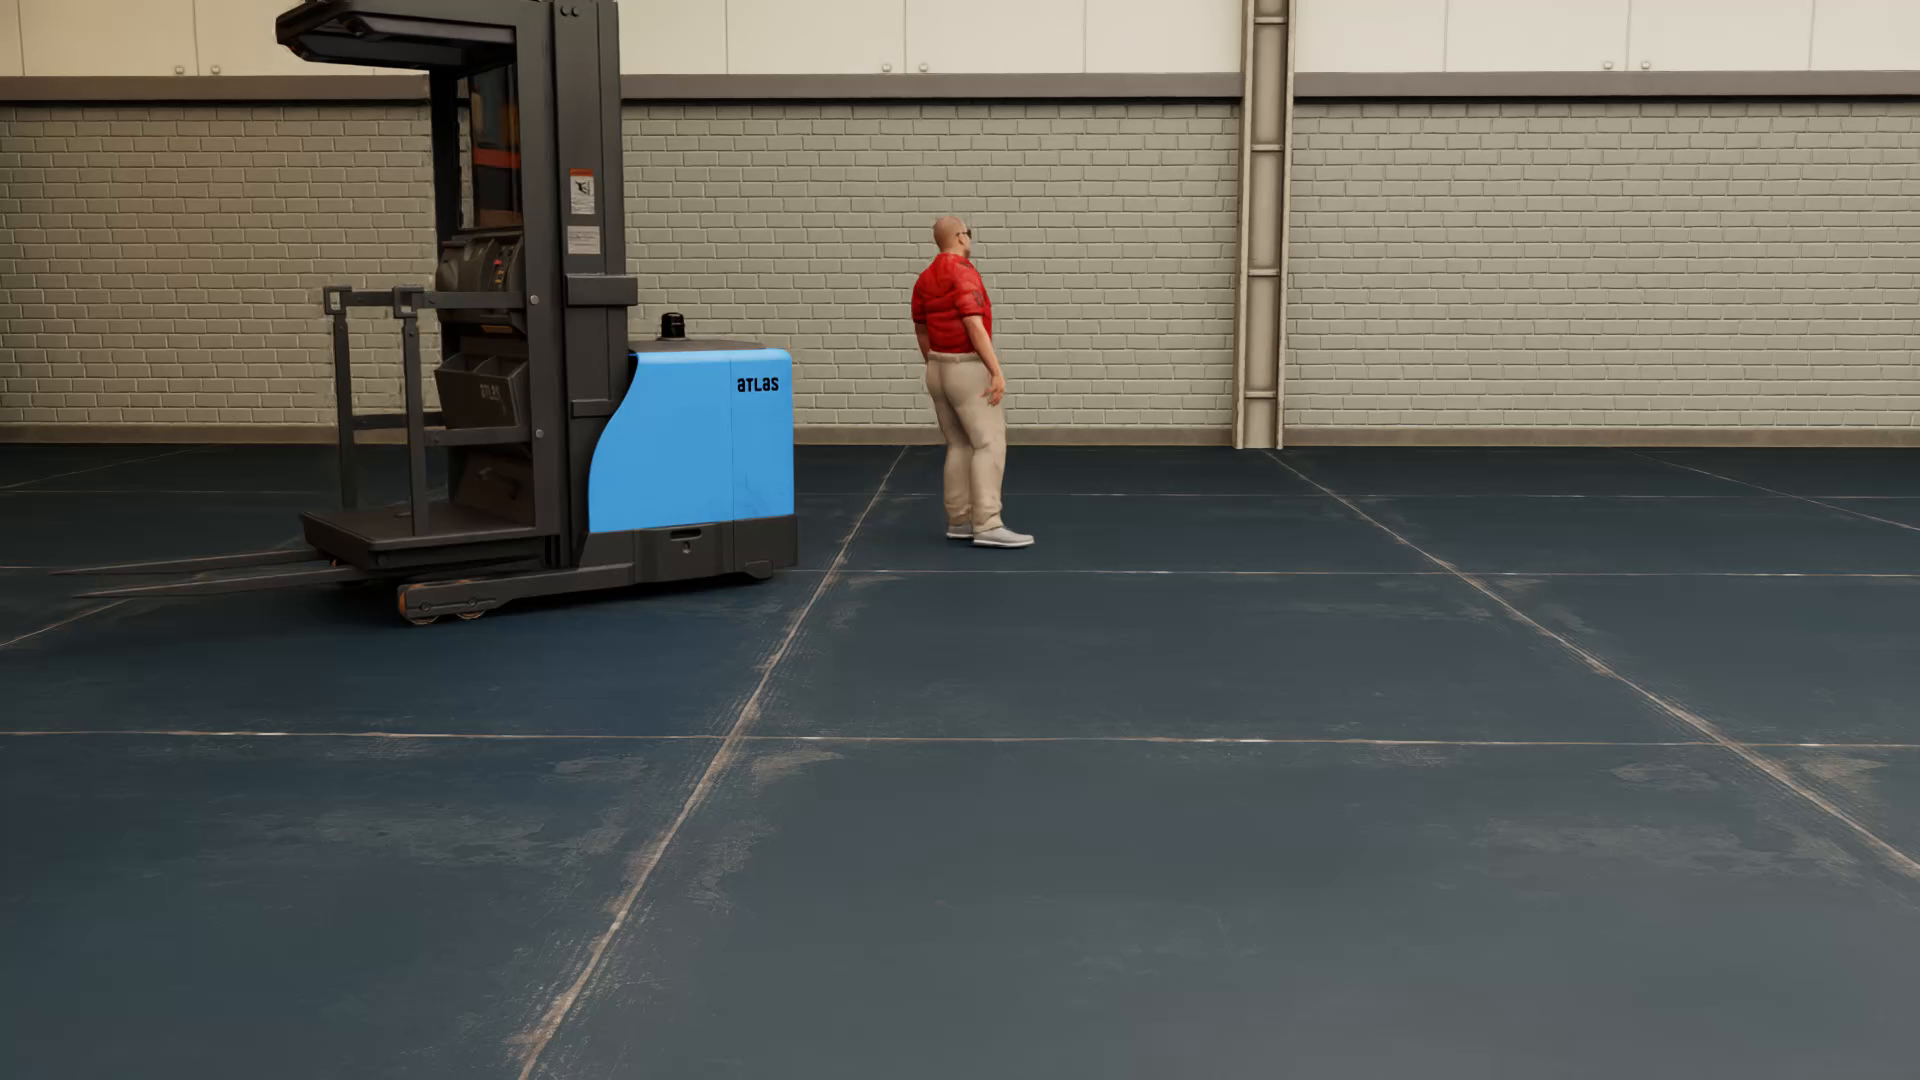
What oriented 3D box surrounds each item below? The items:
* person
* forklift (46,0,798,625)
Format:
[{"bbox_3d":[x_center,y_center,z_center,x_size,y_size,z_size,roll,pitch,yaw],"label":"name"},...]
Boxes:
[{"bbox_3d":[0.064,-0.850,8.861,0.421,1.727,0.743,-6,10,-34],"label":"person"},{"bbox_3d":[-2.253,-1.193,7.105,3.031,2.935,1.130,-6,11,-35],"label":"forklift"}]
